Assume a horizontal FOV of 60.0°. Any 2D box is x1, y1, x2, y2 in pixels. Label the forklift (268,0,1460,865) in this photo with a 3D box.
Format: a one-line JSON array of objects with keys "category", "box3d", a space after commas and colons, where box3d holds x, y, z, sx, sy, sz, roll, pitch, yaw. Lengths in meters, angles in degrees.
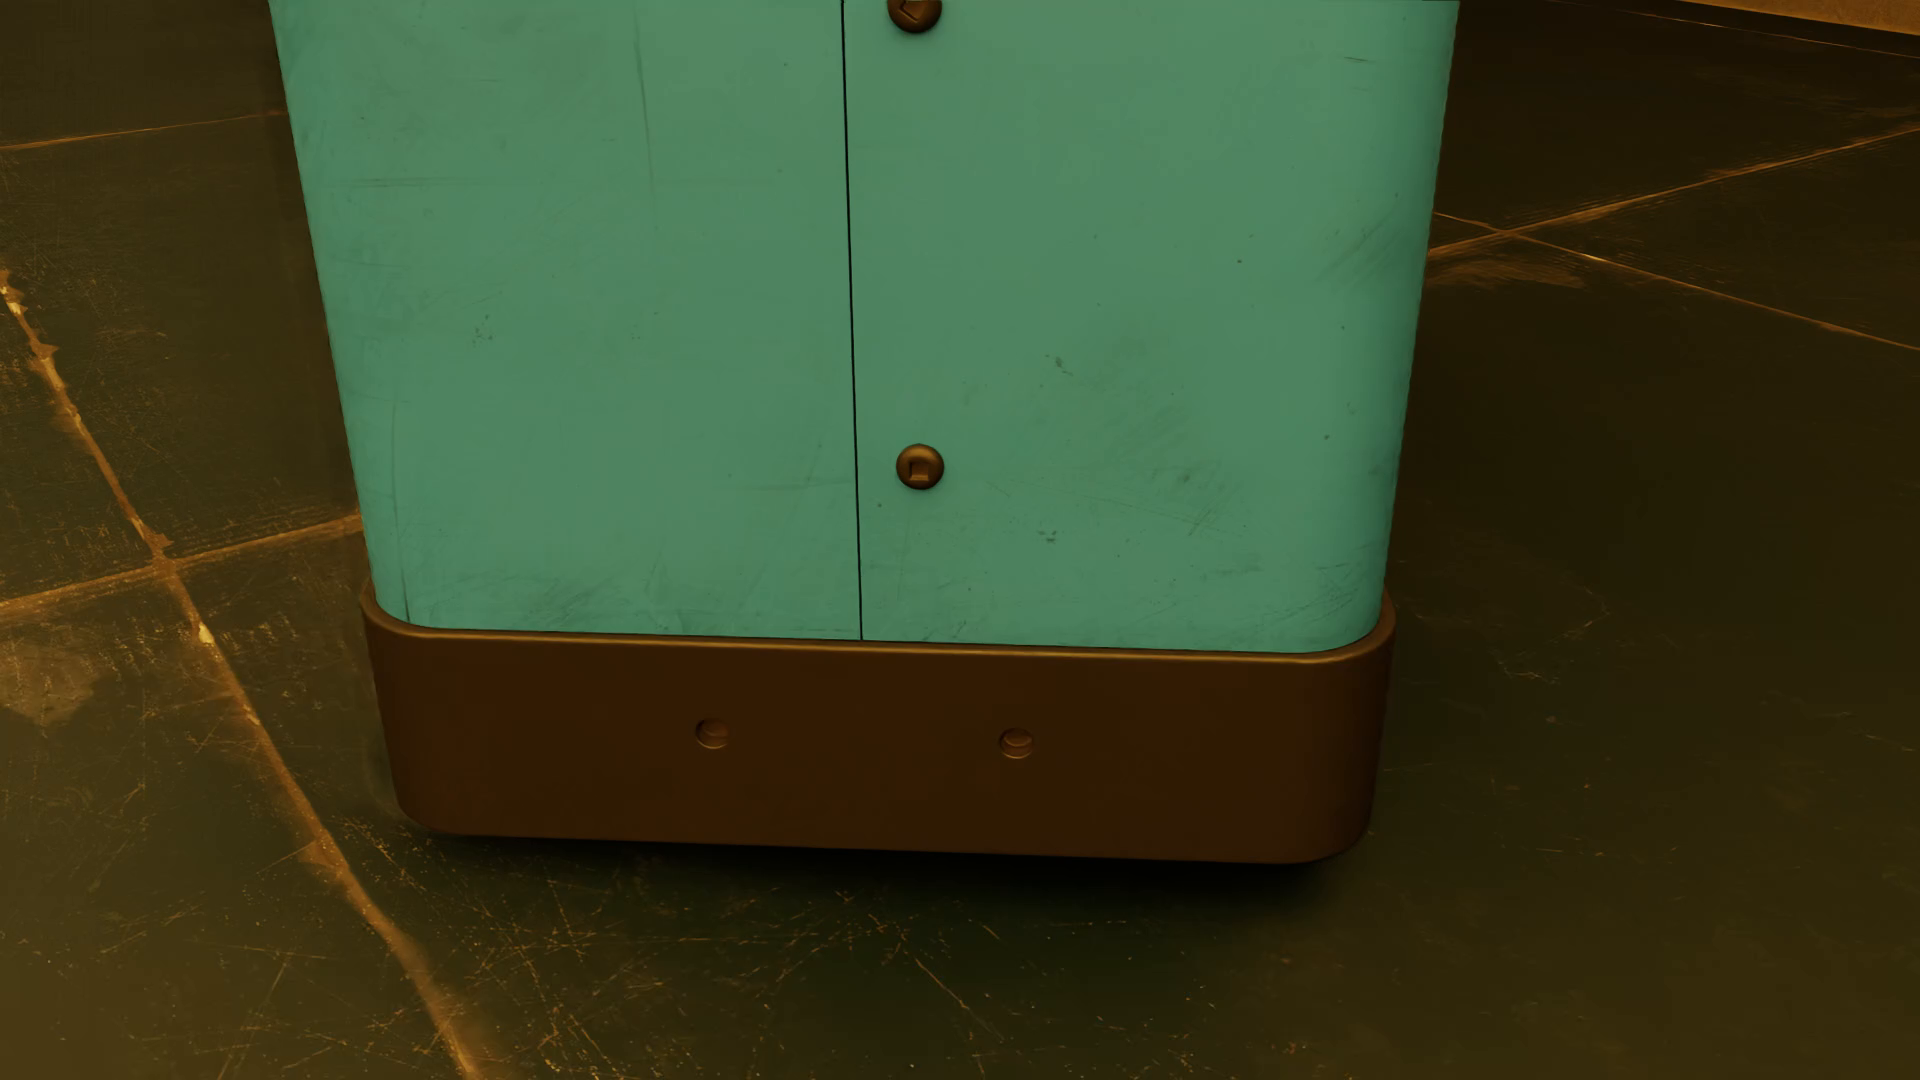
[{"category": "forklift", "box3d": [-0.008, -1.605, 2.431, 1.130, 2.935, 3.031, 1, 27, 3]}]
